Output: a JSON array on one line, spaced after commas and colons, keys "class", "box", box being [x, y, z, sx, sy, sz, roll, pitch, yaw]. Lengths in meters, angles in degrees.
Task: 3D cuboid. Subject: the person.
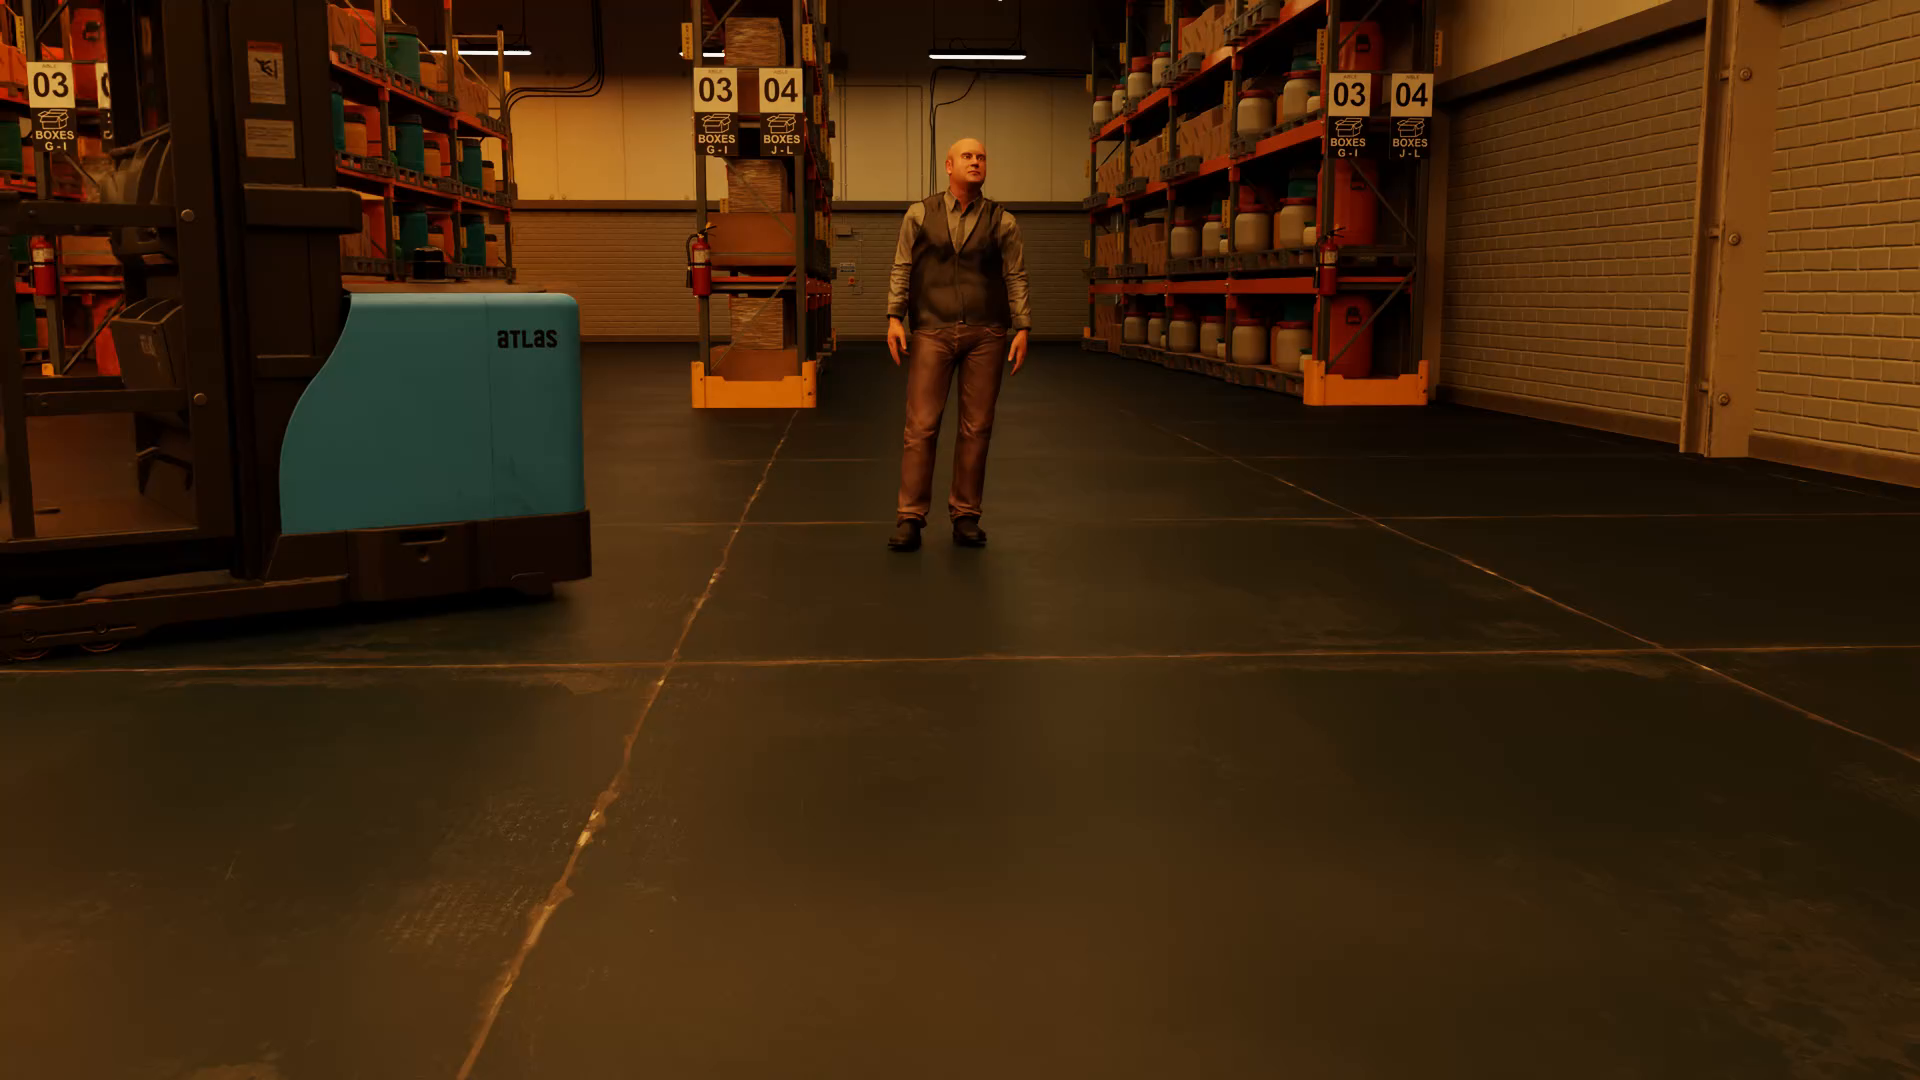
[{"class": "person", "box": [-0.004, -0.850, 7.121, 0.632, 1.720, 0.568, -1, 8, -4]}]

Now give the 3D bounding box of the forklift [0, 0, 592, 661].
[{"class": "forklift", "box": [-2.821, -1.181, 5.286, 3.031, 2.935, 1.130, -6, 10, -34]}]
